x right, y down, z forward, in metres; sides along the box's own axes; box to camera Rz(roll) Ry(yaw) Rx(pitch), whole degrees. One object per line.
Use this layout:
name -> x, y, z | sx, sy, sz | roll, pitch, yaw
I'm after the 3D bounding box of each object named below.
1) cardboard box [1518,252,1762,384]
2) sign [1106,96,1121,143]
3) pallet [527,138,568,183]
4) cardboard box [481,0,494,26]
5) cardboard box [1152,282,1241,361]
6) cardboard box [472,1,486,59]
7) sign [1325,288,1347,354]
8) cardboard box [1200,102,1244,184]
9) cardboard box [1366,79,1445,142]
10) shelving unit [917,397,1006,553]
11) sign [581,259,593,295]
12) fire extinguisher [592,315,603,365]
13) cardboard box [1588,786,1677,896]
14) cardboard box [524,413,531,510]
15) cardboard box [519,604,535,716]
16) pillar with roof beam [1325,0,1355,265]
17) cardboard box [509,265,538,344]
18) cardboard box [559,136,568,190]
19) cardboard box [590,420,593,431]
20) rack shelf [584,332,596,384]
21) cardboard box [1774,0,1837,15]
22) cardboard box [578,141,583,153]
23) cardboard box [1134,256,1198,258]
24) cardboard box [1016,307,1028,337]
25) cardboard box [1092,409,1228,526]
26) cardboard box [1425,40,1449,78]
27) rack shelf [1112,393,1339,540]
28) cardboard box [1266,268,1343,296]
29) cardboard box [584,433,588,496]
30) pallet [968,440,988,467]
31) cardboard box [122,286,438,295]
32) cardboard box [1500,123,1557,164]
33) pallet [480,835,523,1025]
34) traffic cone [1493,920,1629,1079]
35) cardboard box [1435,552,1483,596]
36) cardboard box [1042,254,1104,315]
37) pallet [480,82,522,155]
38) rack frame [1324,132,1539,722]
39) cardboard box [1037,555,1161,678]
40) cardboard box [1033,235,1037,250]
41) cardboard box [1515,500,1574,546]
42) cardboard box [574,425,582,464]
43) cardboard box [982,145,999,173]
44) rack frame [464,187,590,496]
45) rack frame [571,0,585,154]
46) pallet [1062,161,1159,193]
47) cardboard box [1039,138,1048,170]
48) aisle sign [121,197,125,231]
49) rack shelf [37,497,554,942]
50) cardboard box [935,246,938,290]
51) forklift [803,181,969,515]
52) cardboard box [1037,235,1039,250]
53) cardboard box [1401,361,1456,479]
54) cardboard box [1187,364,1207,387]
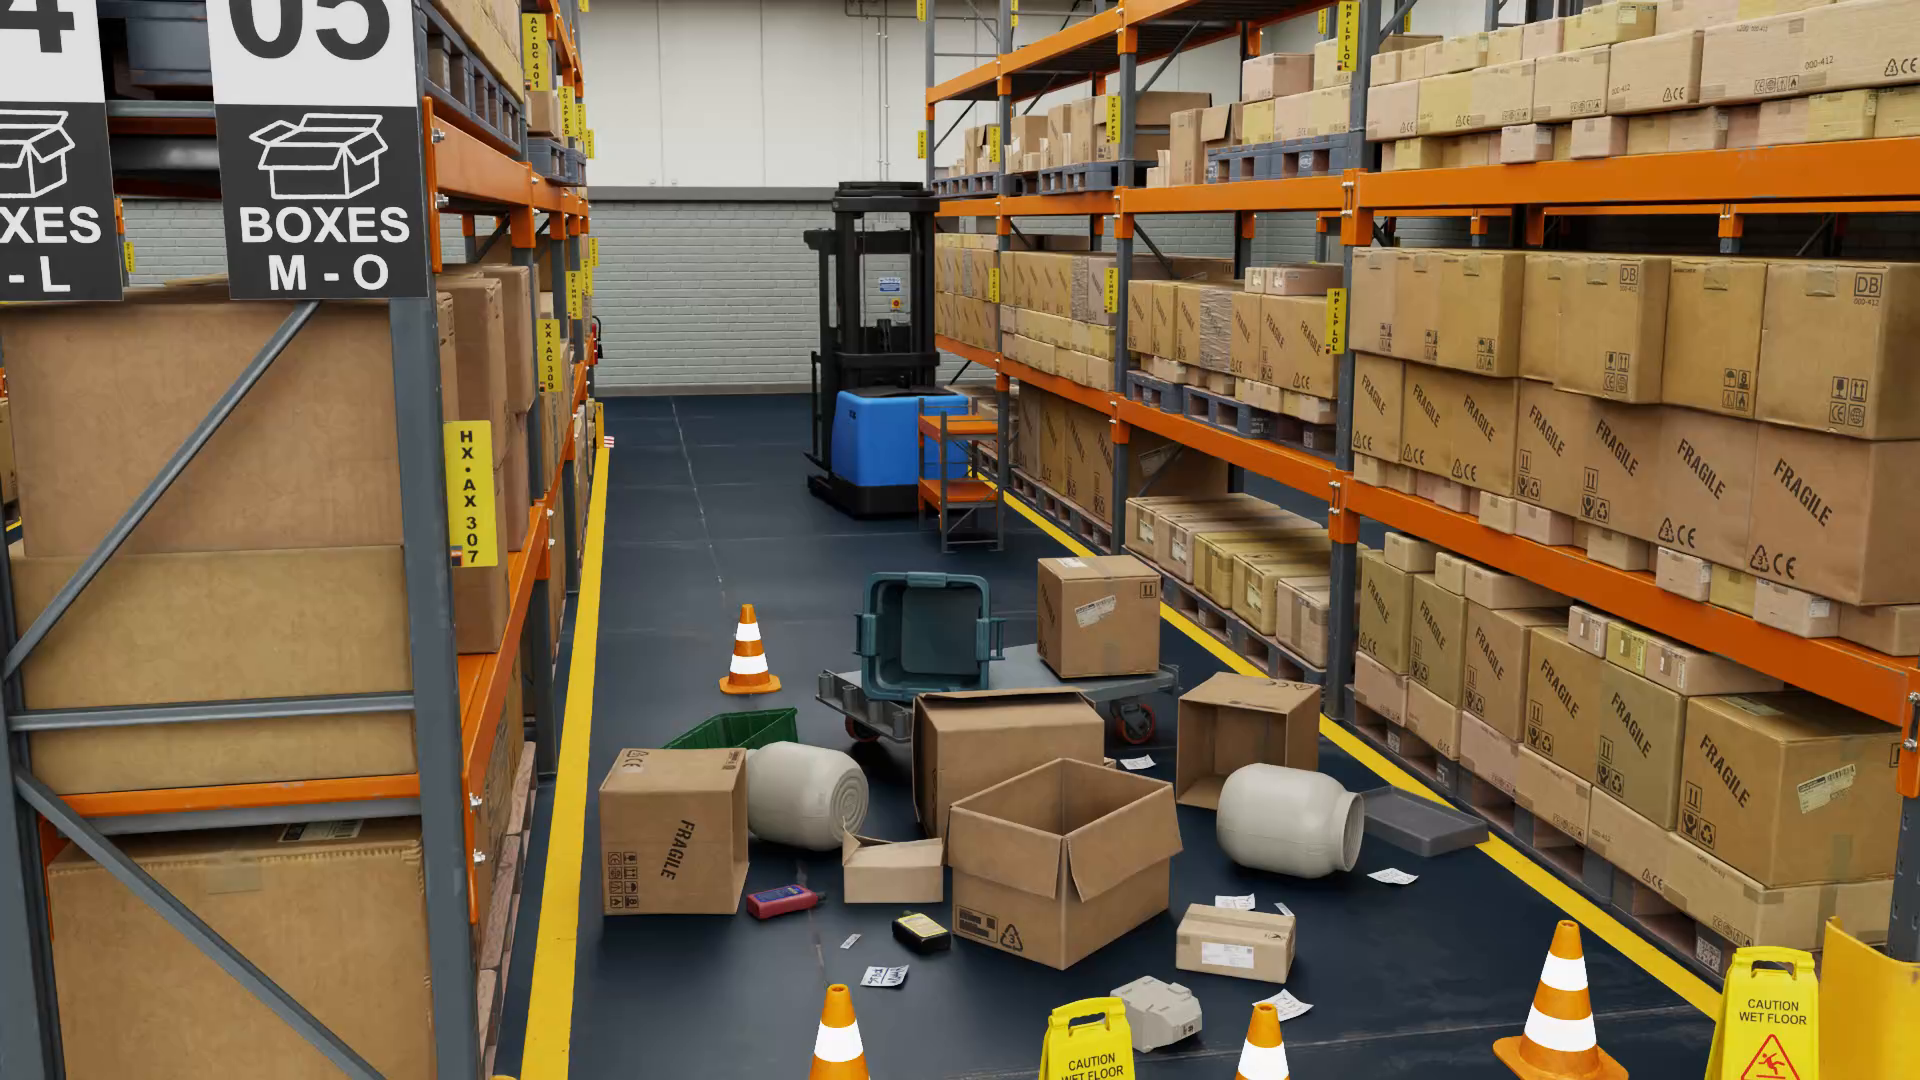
cardboard box -> 2.643, -0.868, 6.497 | 0.700, 0.500, 0.500 | -2, 11, -11
sign -> 1.106, -3.031, 11.984 | 0.100, 0.325, 0.005 | -2, 11, -11
pallet -> -2.786, -2.145, 9.425 | 1.003, 0.211, 1.213 | -2, 11, -8
cardboard box -> -1.765, -1.795, 5.296 | 0.500, 0.250, 0.500 | -2, 11, -11
cardboard box -> 1.621, -1.499, 11.363 | 0.500, 0.500, 0.500 | -2, 11, -8
cardboard box -> -1.625, -1.529, 4.968 | 0.380, 0.149, 0.250 | -2, 11, -11
sign -> 1.887, -1.098, 8.346 | 0.100, 0.325, 0.005 | -2, 11, -11
cardboard box -> 1.977, -2.529, 10.663 | 0.797, 0.503, 0.637 | -2, 11, -11
cardboard box -> 2.247, -2.005, 7.793 | 0.500, 0.250, 0.500 | -2, 11, -12
shelving unit -> -0.001, -0.554, 13.598 | 0.538, 1.125, 1.048 | -2, 11, -11
sign -> -3.418, -2.408, 15.230 | 0.100, 0.325, 0.005 | -2, 11, -11
fire extinguisher -> -4.336, -2.394, 19.457 | 0.296, 0.674, 0.183 | -2, 11, -11
cardboard box -> 2.694, 1.094, 6.155 | 0.500, 0.250, 0.500 | -2, 11, -11
cardboard box -> -2.322, -0.358, 7.153 | 0.875, 0.550, 0.550 | -2, 11, -11
cardboard box -> -2.614, 0.437, 8.272 | 1.050, 0.750, 0.750 | -2, 11, -11
pillar with roof beam -> 1.101, -6.250, 22.466 | 9.100, 9.000, 0.400 | -2, 11, -11
cardboard box -> -3.006, -1.450, 10.350 | 0.700, 0.500, 0.500 | -2, 11, -12
cardboard box -> -3.034, -2.722, 11.686 | 0.500, 0.500, 0.500 | -2, 11, -11
cardboard box -> -4.141, -1.228, 17.832 | 0.380, 0.149, 0.250 | -2, 11, -10
rack shelf -> -4.350, -1.832, 17.224 | 1.077, 0.370, 4.000 | -2, 11, -11
cardboard box -> 2.773, -1.704, 5.145 | 0.380, 0.149, 0.250 | -2, 11, -12
cardboard box -> -4.226, -4.203, 17.732 | 0.380, 0.149, 0.250 | -2, 11, -10
cardboard box -> 1.690, -2.014, 13.313 | 0.500, 0.500, 0.500 | -2, 11, -11
cardboard box -> 0.812, -2.004, 15.265 | 0.500, 0.250, 0.500 | -2, 11, -10
cardboard box -> 1.599, -0.576, 13.259 | 0.875, 0.875, 0.875 | -2, 11, -12
cardboard box -> 2.293, -2.127, 7.365 | 0.380, 0.149, 0.250 | -2, 11, -13
rack shelf -> 2.041, -0.563, 10.558 | 1.077, 0.370, 4.000 | -2, 11, -11
cardboard box -> 1.972, -1.473, 9.490 | 0.380, 0.149, 0.250 | -2, 11, -13
cardboard box -> -3.570, -0.670, 14.759 | 0.500, 0.500, 0.500 | -2, 11, -12
pallet -> 0.563, -1.014, 18.459 | 1.003, 0.211, 1.213 | -2, 11, -11
cardboard box -> -1.859, -0.389, 4.428 | 0.875, 0.550, 0.550 | -2, 11, -11
cardboard box -> 2.415, -1.594, 6.700 | 0.380, 0.149, 0.250 | -2, 11, -12
pallet -> -2.094, 1.385, 5.855 | 1.003, 0.211, 1.213 | -2, 11, -11
traffic cone -> 1.859, 1.398, 5.114 | 0.336, 0.463, 0.334 | -2, 11, -11
cardboard box -> 2.347, 0.145, 7.404 | 0.380, 0.149, 0.250 | -2, 11, -9
cardboard box -> 1.006, -2.187, 14.225 | 0.500, 0.500, 0.500 | -2, 11, -12
pallet -> -2.257, -1.631, 6.458 | 1.003, 0.211, 1.213 | -2, 11, -11
rack frame -> 2.430, -0.550, 8.563 | 1.000, 3.000, 0.127 | -2, 11, -11
cardboard box -> 0.690, 0.376, 8.357 | 0.500, 0.500, 0.500 | -2, 11, -11
cardboard box -> 0.558, -2.973, 16.620 | 0.380, 0.149, 0.250 | -2, 11, -10
cardboard box -> 2.493, -0.077, 6.750 | 0.380, 0.149, 0.250 | -2, 11, -11
cardboard box -> -3.262, -0.751, 13.178 | 0.500, 0.250, 0.500 | -2, 11, -11
cardboard box -> 0.436, -3.786, 16.510 | 0.396, 0.266, 0.258 | -2, 11, -9
rack frame -> -3.961, -1.819, 15.229 | 1.000, 3.000, 0.127 | -2, 11, -11
rack frame -> -4.739, -5.499, 18.523 | 1.000, 3.000, 0.127 | -2, 11, -11
pallet -> 1.475, -2.780, 12.765 | 1.213, 0.211, 1.003 | -2, 11, -8
cardboard box -> 0.886, -3.283, 14.138 | 0.396, 0.266, 0.258 | -1, 11, -6
aisle sign -> -9.344, -3.692, 18.117 | 0.394, 0.787, 0.004 | -2, 11, -11
rack shelf -> -2.017, 0.369, 5.660 | 1.077, 0.370, 4.000 | -2, 11, -11
cardboard box -> -0.090, -3.193, 19.507 | 0.500, 0.500, 0.500 | -2, 11, -12
forklift -> -0.845, -1.891, 15.794 | 1.130, 2.935, 3.031 | -3, 11, -18
cardboard box -> 0.911, -3.035, 16.945 | 0.380, 0.149, 0.250 | -2, 11, -12
cardboard box -> 2.363, -0.563, 7.570 | 0.500, 0.500, 0.500 | -2, 11, -11
cardboard box -> 1.720, -1.103, 11.016 | 0.380, 0.149, 0.250 | -1, 11, -8
